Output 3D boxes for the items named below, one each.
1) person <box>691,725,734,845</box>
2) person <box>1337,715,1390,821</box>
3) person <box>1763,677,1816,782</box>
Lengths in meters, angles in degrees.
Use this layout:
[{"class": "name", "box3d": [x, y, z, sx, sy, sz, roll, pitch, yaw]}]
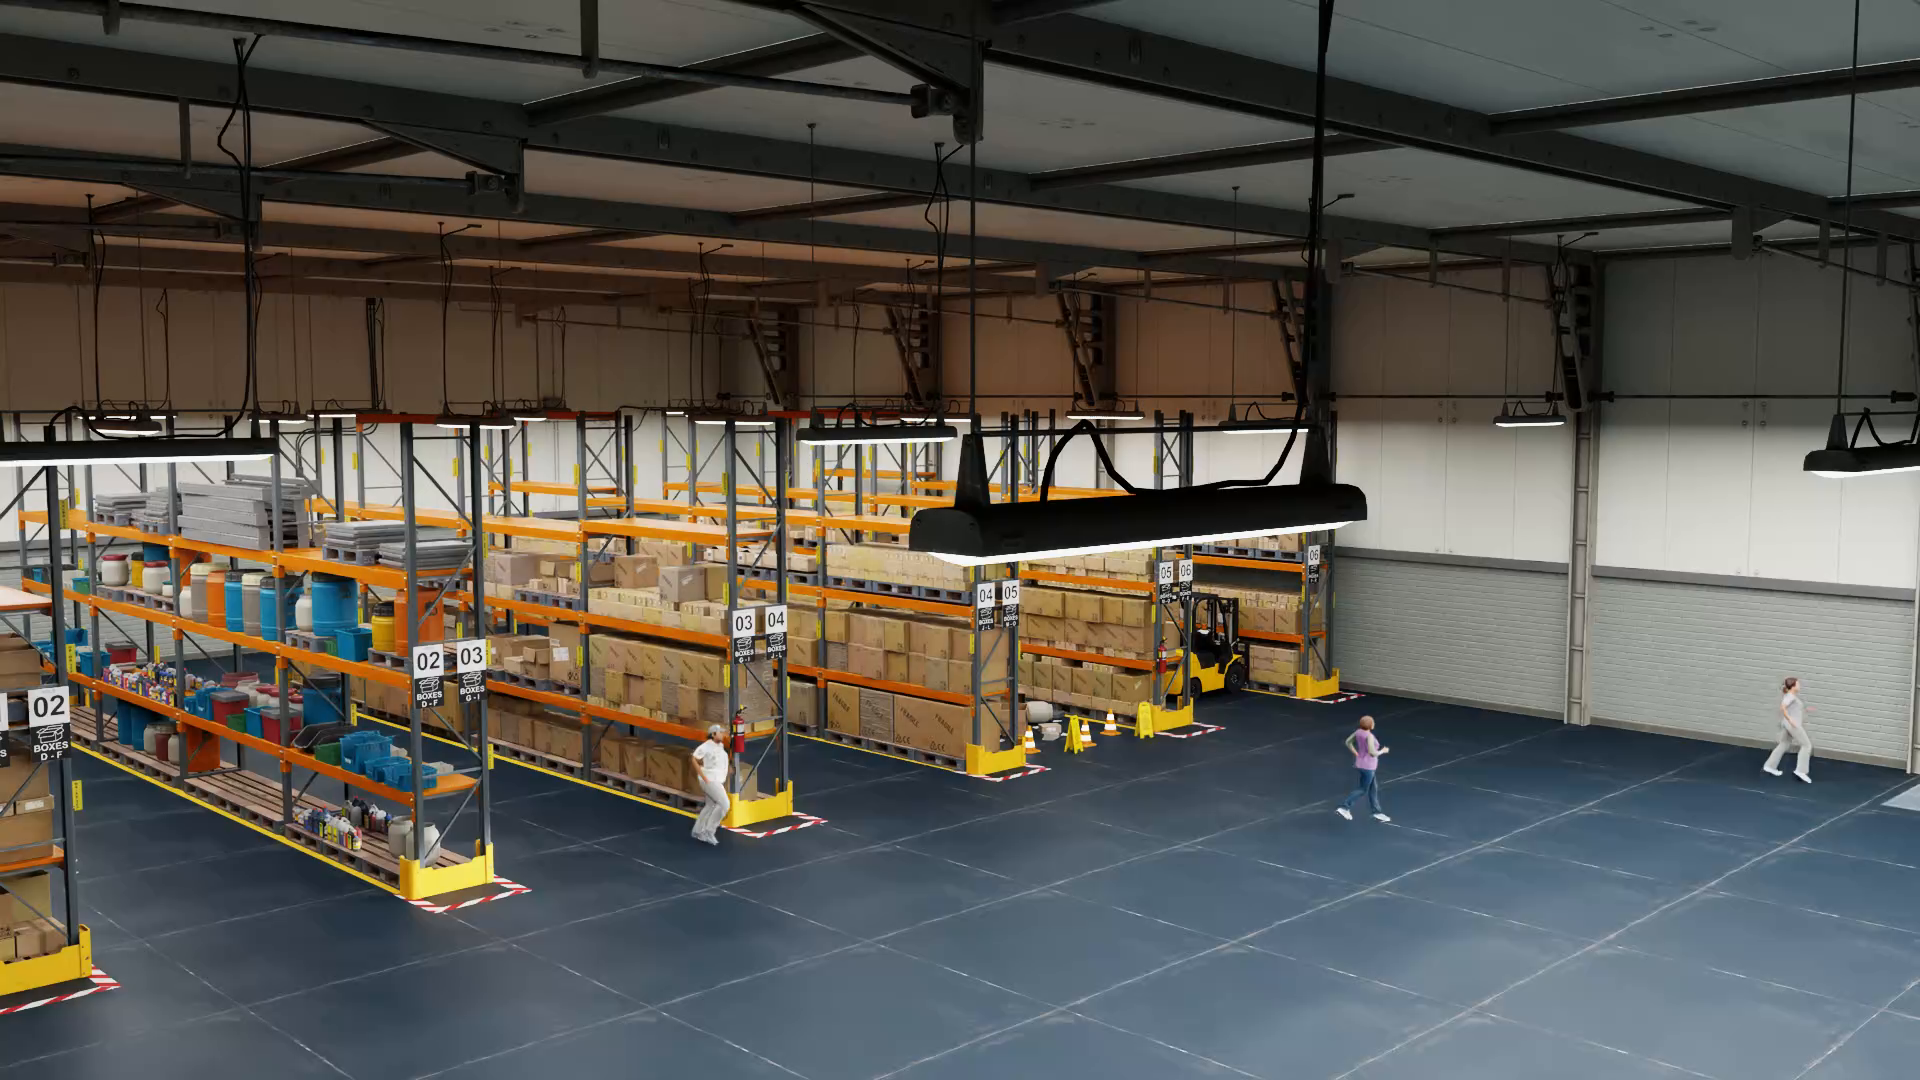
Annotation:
[{"class": "person", "box3d": [-3.516, 3.470, 23.702, 0.619, 1.668, 0.618, 1, 5, 11]}, {"class": "person", "box3d": [5.976, 3.388, 24.539, 0.851, 1.592, 0.535, -1, 5, -8]}, {"class": "person", "box3d": [13.672, 3.120, 27.379, 0.763, 1.729, 0.538, 1, 5, 10]}]
